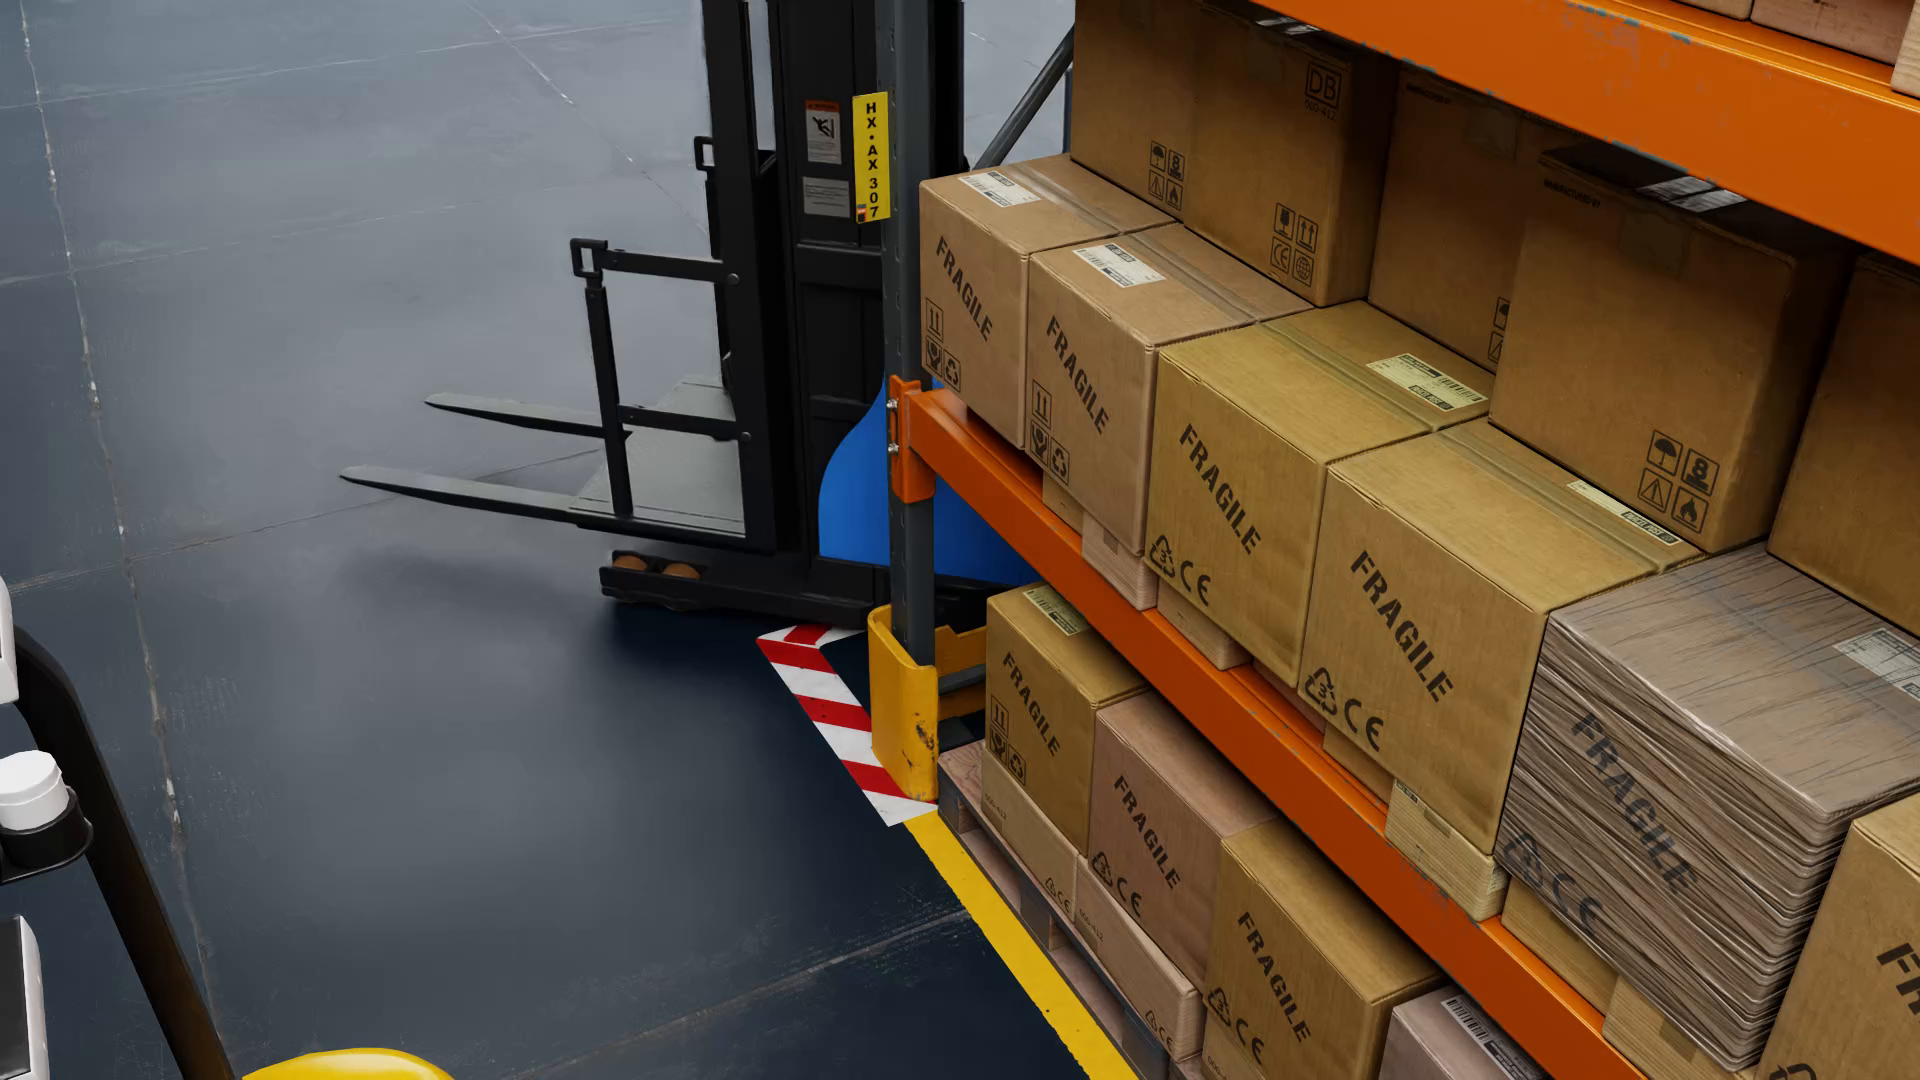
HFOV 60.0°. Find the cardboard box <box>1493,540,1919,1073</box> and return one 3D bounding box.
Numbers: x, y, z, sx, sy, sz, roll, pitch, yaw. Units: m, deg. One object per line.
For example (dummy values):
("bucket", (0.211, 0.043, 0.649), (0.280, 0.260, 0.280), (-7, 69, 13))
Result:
("cardboard box", (1.209, 0.376, 2.514), (0.500, 0.500, 0.500), (-15, 36, -22))

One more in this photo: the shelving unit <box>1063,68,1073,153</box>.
("shelving unit", (0.859, -0.938, 6.325), (0.538, 1.500, 1.048), (-16, 36, -23))

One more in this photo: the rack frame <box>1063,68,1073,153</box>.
("rack frame", (0.622, -1.181, 6.703), (0.500, 1.500, 0.032), (-16, 36, -23))

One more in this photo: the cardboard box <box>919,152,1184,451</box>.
("cardboard box", (0.238, -0.597, 4.034), (0.500, 0.500, 0.500), (-16, 36, -24))

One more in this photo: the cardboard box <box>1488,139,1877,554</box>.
("cardboard box", (1.362, -0.391, 2.785), (0.700, 0.500, 0.500), (-16, 36, -23))

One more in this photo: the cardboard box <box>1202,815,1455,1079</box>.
("cardboard box", (0.880, 0.895, 3.537), (0.500, 0.500, 0.500), (-15, 36, -22))

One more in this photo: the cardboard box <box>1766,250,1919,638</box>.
("cardboard box", (1.685, -0.166, 2.433), (0.700, 0.500, 0.500), (-17, 36, -24))

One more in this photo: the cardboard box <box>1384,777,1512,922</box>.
("cardboard box", (0.987, 0.485, 2.946), (0.380, 0.149, 0.250), (-16, 36, -23))

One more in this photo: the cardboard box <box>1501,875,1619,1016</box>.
("cardboard box", (1.139, 0.598, 2.768), (0.380, 0.149, 0.250), (-17, 36, -24))

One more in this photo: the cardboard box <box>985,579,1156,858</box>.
("cardboard box", (0.406, 0.405, 4.302), (0.500, 0.500, 0.500), (-17, 36, -25))

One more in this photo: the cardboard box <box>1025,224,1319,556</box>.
("cardboard box", (0.483, -0.351, 3.649), (0.500, 0.500, 0.500), (-15, 35, -22))

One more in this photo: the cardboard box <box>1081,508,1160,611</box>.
("cardboard box", (0.498, -0.009, 3.717), (0.380, 0.149, 0.250), (-15, 36, -22))

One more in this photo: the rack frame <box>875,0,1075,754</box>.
("rack frame", (0.263, -0.726, 4.602), (1.000, 3.000, 0.127), (-16, 36, -23))

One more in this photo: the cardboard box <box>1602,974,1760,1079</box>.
("cardboard box", (1.232, 0.728, 2.566), (0.380, 0.149, 0.250), (-16, 36, -24))

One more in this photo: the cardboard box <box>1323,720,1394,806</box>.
("cardboard box", (0.921, 0.350, 3.156), (0.380, 0.149, 0.250), (-17, 36, -24))

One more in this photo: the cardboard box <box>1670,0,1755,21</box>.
("cardboard box", (1.074, -0.810, 2.186), (0.380, 0.149, 0.250), (-16, 36, -24))

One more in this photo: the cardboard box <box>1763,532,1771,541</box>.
("cardboard box", (1.439, 0.023, 3.065), (0.500, 0.500, 0.500), (-15, 36, -23))

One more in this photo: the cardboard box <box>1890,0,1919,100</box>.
("cardboard box", (1.244, -0.543, 1.769), (0.380, 0.149, 0.250), (-15, 36, -22))

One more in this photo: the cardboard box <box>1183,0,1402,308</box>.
("cardboard box", (0.923, -0.882, 3.551), (0.700, 0.500, 0.500), (-16, 36, -23))

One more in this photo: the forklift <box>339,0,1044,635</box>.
("forklift", (-0.774, -1.248, 5.481), (3.031, 2.935, 1.130), (8, 34, 13))

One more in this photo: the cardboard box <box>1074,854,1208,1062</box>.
("cardboard box", (0.626, 0.955, 4.138), (0.500, 0.250, 0.500), (-15, 35, -21))

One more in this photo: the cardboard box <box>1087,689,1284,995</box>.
("cardboard box", (0.653, 0.653, 3.914), (0.500, 0.500, 0.500), (-17, 36, -25))

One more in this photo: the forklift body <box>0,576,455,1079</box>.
("forklift body", (-1.629, 1.328, 2.184), (2.313, 2.155, 1.214), (-16, 36, -23))

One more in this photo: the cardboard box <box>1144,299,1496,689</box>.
("cardboard box", (0.721, -0.108, 3.270), (0.500, 0.500, 0.500), (-17, 36, -24))

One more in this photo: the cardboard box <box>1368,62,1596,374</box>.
("cardboard box", (1.252, -0.664, 3.211), (0.700, 0.500, 0.500), (-16, 36, -24))

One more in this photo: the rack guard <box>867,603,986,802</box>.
("rack guard", (0.298, 0.363, 5.220), (1.175, 0.500, 0.348), (-16, 36, -23))

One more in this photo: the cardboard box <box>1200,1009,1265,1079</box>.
("cardboard box", (0.891, 1.212, 3.737), (0.500, 0.250, 0.500), (-13, 35, -20))

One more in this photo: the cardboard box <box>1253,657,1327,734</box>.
("cardboard box", (0.825, 0.217, 3.364), (0.380, 0.149, 0.250), (-15, 35, -22))

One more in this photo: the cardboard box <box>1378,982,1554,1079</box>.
("cardboard box", (1.137, 1.148, 3.142), (0.500, 0.500, 0.500), (-14, 35, -21))

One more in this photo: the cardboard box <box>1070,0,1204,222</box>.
("cardboard box", (0.694, -1.125, 3.931), (0.700, 0.500, 0.500), (-17, 36, -24))

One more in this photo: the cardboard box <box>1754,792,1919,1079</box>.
("cardboard box", (1.455, 0.622, 2.130), (0.500, 0.500, 0.500), (-15, 35, -22))

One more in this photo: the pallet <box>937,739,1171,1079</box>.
("pallet", (0.646, 0.881, 4.679), (1.003, 0.211, 1.213), (-16, 36, -23))

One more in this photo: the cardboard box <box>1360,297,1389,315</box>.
("cardboard box", (0.989, -0.463, 3.824), (0.500, 0.500, 0.500), (-16, 36, -23))

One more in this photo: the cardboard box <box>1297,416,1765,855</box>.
("cardboard box", (0.966, 0.132, 2.894), (0.500, 0.500, 0.500), (-17, 36, -24))

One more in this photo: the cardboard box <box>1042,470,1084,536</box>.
("cardboard box", (0.420, -0.142, 3.924), (0.380, 0.149, 0.250), (-17, 36, -25))

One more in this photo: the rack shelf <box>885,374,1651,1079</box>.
("rack shelf", (1.195, 0.531, 3.307), (1.077, 0.370, 4.000), (-16, 36, -23))

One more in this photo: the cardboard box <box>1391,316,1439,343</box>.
("cardboard box", (1.219, -0.224, 3.450), (0.500, 0.500, 0.500), (-16, 36, -23))

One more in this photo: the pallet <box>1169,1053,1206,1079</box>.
("pallet", (1.211, 1.463, 3.771), (1.003, 0.211, 1.213), (-16, 36, -23))

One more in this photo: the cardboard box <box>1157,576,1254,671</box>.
("cardboard box", (0.648, 0.106, 3.537), (0.380, 0.149, 0.250), (-15, 36, -22))

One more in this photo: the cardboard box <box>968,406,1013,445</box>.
("cardboard box", (0.238, -0.406, 4.336), (0.380, 0.149, 0.250), (-16, 36, -23))

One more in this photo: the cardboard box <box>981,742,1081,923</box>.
("cardboard box", (0.394, 0.710, 4.521), (0.500, 0.250, 0.500), (-16, 36, -23))

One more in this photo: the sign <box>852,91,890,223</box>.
("sign", (-0.217, -0.954, 4.156), (0.100, 0.325, 0.005), (-16, 36, -23))

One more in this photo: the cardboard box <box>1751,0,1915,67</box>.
("cardboard box", (1.197, -0.688, 1.995), (0.380, 0.149, 0.250), (-15, 36, -22))
